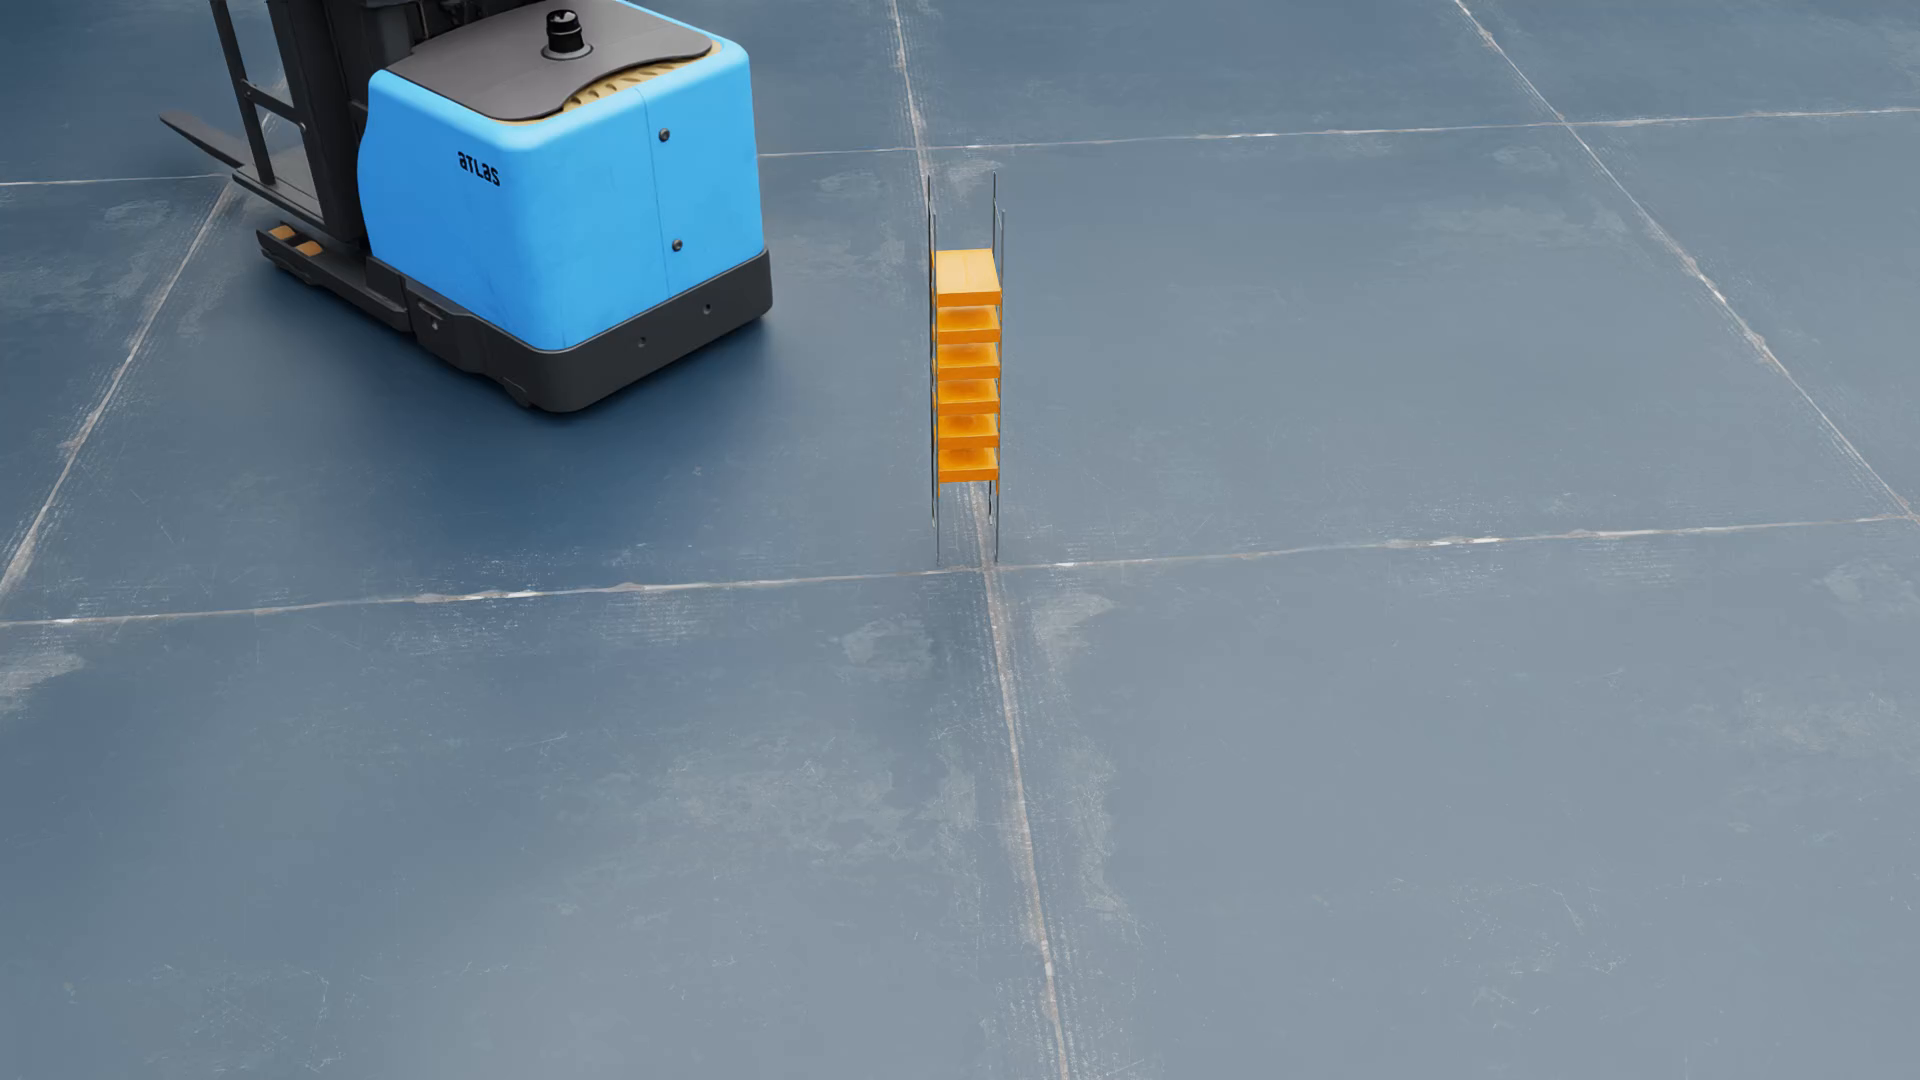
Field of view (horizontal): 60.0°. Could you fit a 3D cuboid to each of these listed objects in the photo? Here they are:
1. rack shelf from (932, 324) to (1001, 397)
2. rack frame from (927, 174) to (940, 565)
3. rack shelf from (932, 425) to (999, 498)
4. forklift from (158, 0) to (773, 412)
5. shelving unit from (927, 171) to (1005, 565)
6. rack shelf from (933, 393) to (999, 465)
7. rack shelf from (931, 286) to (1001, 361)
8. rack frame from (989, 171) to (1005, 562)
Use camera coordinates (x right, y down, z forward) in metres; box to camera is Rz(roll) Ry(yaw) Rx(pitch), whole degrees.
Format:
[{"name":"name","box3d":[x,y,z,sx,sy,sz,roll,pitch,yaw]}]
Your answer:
[{"name":"rack shelf","box3d":[0.014,-0.531,4.833,0.180,0.103,0.258,-3,38,-4]},{"name":"rack frame","box3d":[-0.077,-0.467,4.873,0.006,1.200,0.240,-3,38,-4]},{"name":"rack shelf","box3d":[0.014,-0.249,5.056,0.180,0.103,0.258,-3,38,-4]},{"name":"forklift","box3d":[-2.142,-2.332,5.911,3.031,2.843,1.129,29,47,31]},{"name":"shelving unit","box3d":[0.014,-0.472,4.879,0.189,1.200,0.258,-3,38,-4]},{"name":"rack shelf","box3d":[0.014,-0.343,4.981,0.180,0.103,0.258,-3,38,-4]},{"name":"rack shelf","box3d":[0.014,-0.625,4.758,0.180,0.103,0.258,-3,38,-4]},{"name":"rack frame","box3d":[0.106,-0.477,4.886,0.006,1.200,0.240,-3,38,-4]}]
